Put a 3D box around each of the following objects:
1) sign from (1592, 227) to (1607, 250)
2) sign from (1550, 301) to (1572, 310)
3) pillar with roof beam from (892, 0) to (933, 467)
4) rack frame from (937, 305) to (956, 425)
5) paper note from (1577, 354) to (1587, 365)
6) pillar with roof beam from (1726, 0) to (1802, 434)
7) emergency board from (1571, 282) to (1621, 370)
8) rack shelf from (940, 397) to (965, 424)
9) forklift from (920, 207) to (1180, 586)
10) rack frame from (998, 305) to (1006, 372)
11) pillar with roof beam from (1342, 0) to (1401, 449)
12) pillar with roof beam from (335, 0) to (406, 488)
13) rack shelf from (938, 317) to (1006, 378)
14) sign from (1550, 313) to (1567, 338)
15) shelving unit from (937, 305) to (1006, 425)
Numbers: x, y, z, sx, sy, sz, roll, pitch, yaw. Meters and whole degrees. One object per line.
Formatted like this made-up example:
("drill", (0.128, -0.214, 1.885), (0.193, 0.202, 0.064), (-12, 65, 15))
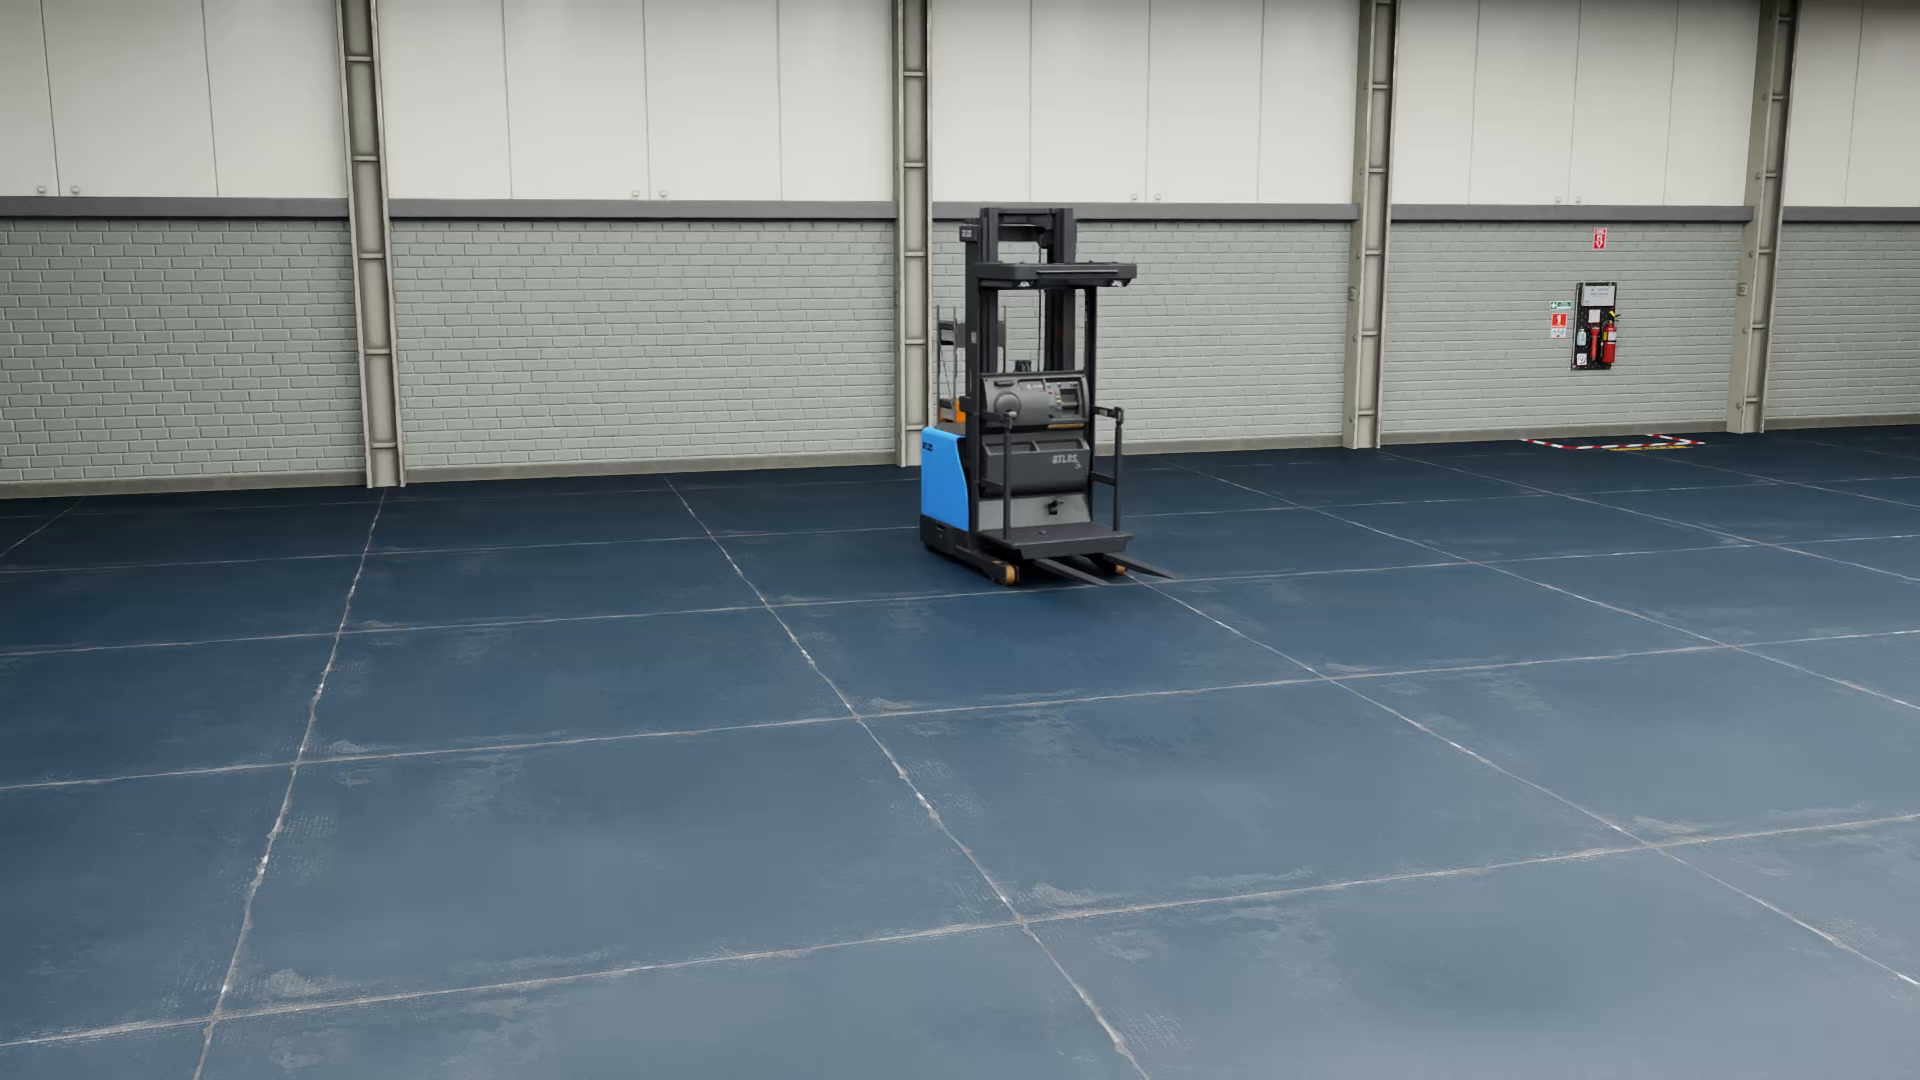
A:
("sign", (8.550, -4.026, 22.228), (0.199, 0.298, 0.001), (-3, 11, -16))
("sign", (8.033, -3.136, 22.233), (0.331, 0.109, 0.001), (-3, 11, -16))
("pillar with roof beam", (0.651, -4.582, 15.082), (0.400, 9.000, 9.100), (-3, 11, -16))
("rack frame", (-0.122, -1.044, 14.917), (0.015, 2.100, 0.400), (-5, 11, -24))
("paper note", (8.396, -2.439, 22.442), (0.142, 0.148, 0.016), (-3, 11, -16))
("pillar with roof beam", (12.172, -5.189, 18.381), (0.400, 9.000, 9.100), (-3, 11, -16))
("emergency board", (8.586, -2.869, 22.346), (0.643, 1.169, 0.194), (-3, 11, -16))
("rack shelf", (0.101, -1.048, 15.017), (0.480, 0.518, 0.431), (-5, 11, -24))
("forklift", (0.710, -1.171, 13.310), (1.130, 2.935, 3.031), (-5, 11, -24))
("rack frame", (0.324, -1.080, 15.112), (0.015, 2.100, 0.400), (-5, 11, -24))
("pillar with roof beam", (6.411, -4.886, 16.732), (0.400, 9.000, 9.100), (-3, 11, -16))
("pillar with roof beam", (-5.110, -4.279, 13.433), (0.400, 9.000, 9.100), (-3, 11, -16))
("rack shelf", (0.101, -1.737, 14.890), (0.480, 0.518, 0.431), (-5, 11, -24))
("sign", (8.026, -2.876, 22.288), (0.234, 0.329, 0.001), (-3, 11, -16))
("shelving unit", (0.101, -1.062, 15.015), (0.503, 2.100, 0.431), (-5, 11, -24))
